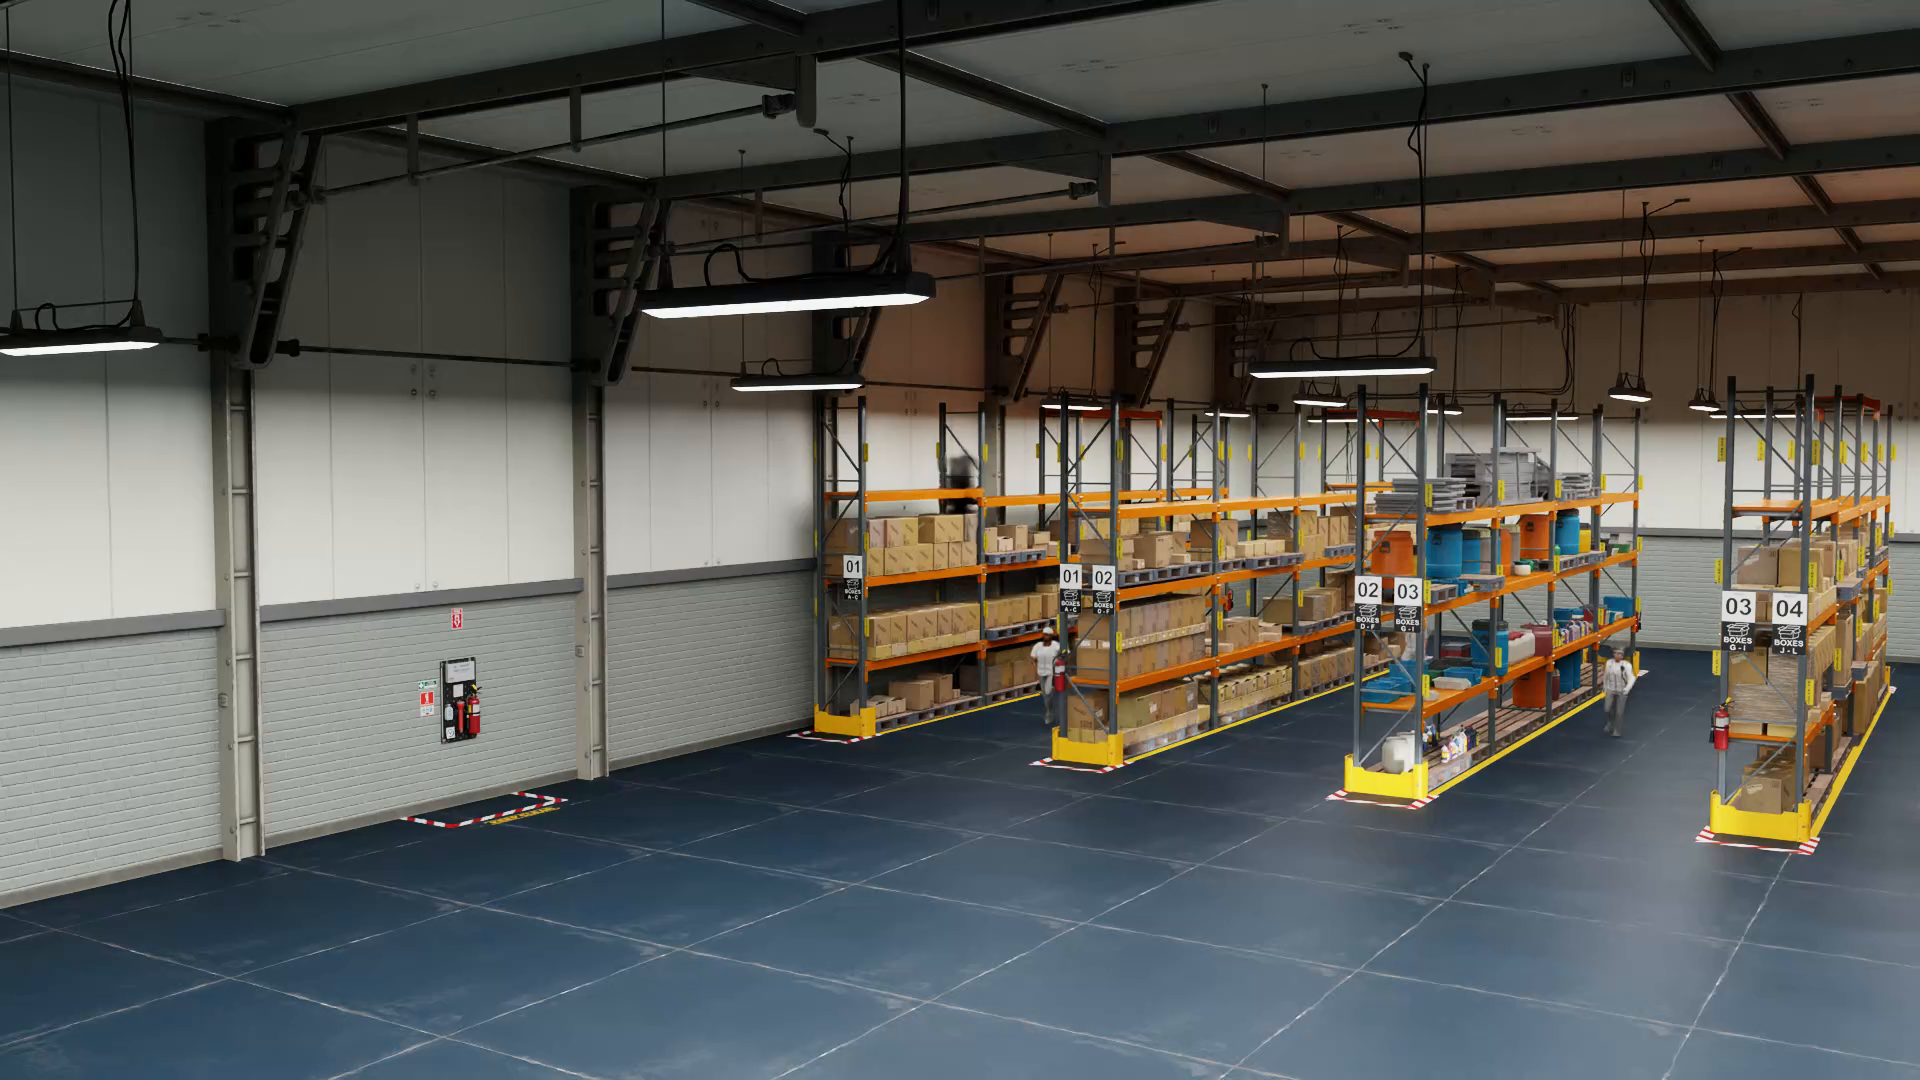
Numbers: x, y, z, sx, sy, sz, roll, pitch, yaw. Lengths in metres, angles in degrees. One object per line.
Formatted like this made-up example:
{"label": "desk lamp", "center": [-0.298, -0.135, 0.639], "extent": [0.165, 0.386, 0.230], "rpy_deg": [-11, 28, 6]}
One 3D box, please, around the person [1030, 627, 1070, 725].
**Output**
{"label": "person", "center": [1.631, 2.509, 30.771], "extent": [0.683, 1.812, 0.821], "rpy_deg": [2, 3, 27]}

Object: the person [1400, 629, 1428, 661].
{"label": "person", "center": [9.408, 2.319, 34.383], "extent": [0.719, 1.723, 0.665], "rpy_deg": [-3, 4, -44]}

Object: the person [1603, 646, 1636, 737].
{"label": "person", "center": [11.515, 2.664, 29.127], "extent": [0.615, 1.619, 0.736], "rpy_deg": [2, 4, 32]}
